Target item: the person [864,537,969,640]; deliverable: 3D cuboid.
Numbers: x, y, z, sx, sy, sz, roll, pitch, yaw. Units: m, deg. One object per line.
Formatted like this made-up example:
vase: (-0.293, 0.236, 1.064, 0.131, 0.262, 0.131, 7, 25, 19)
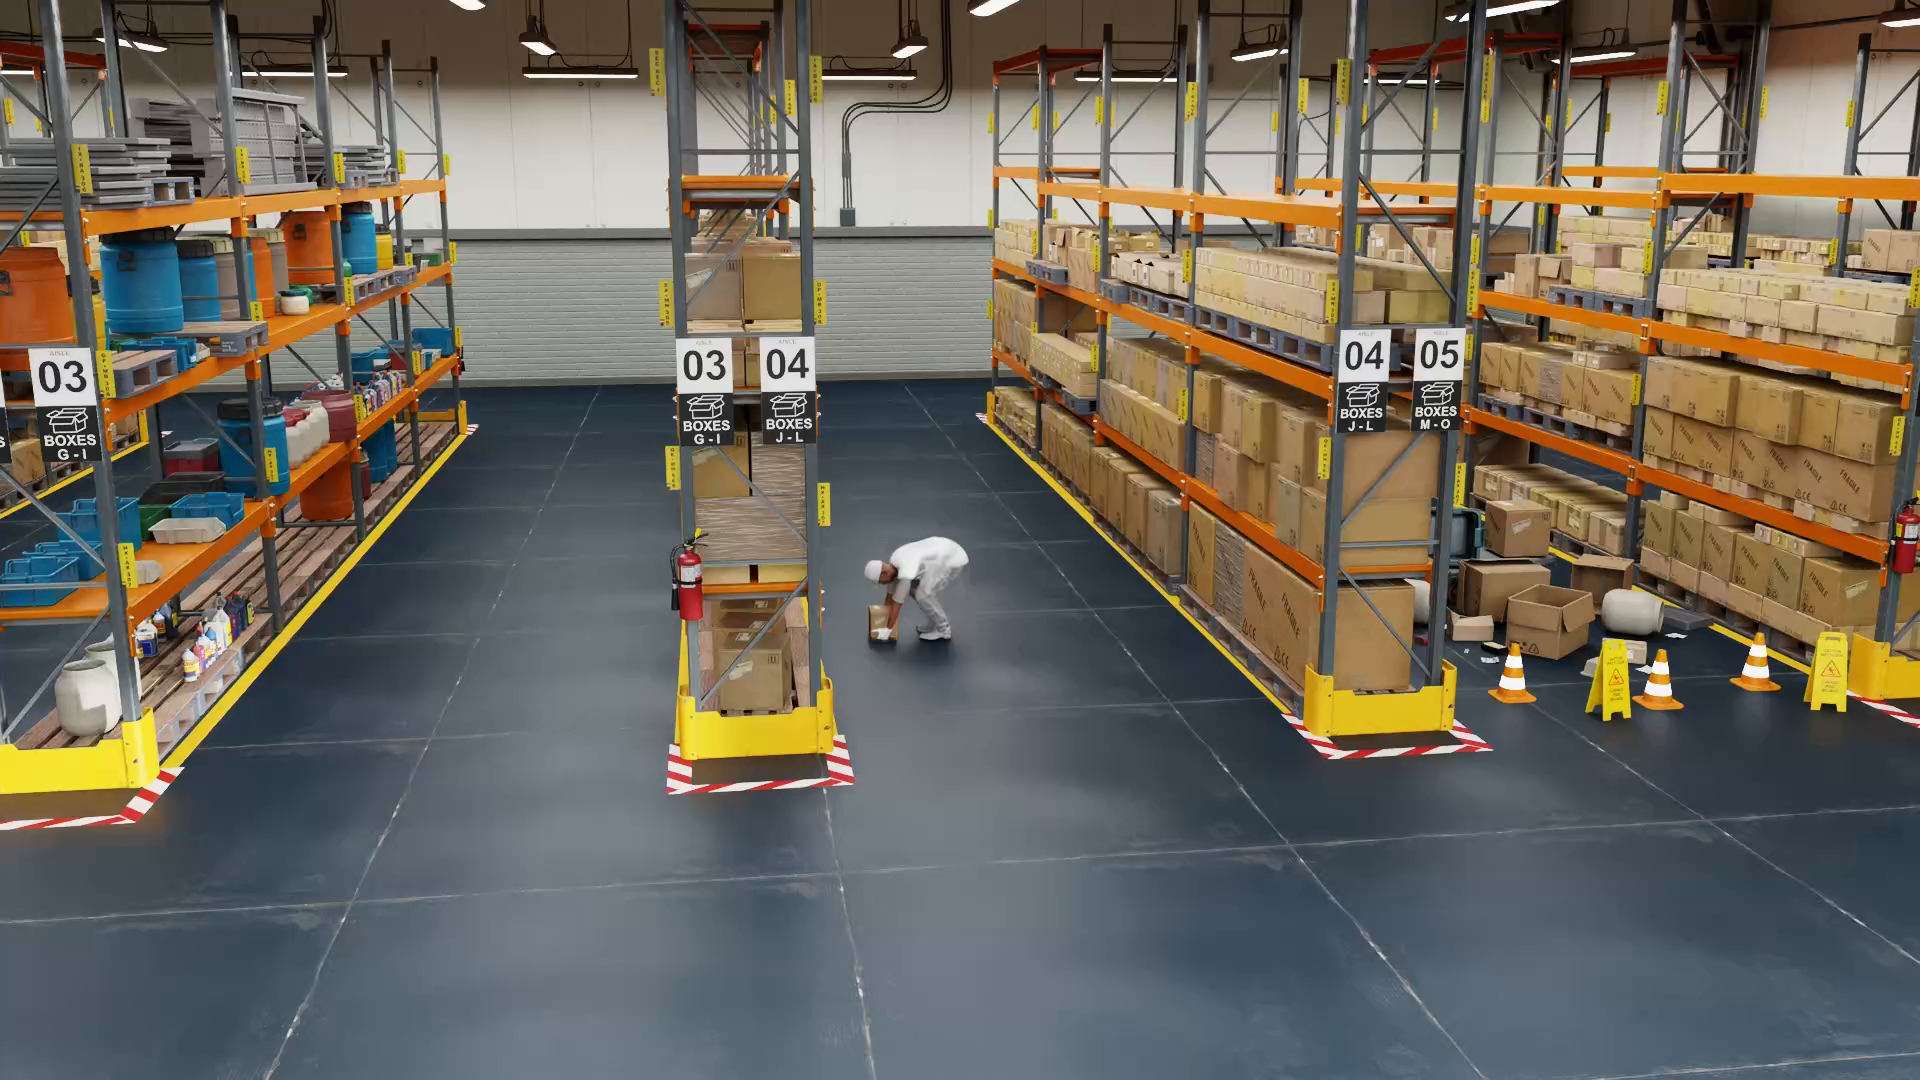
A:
person: (-0.417, 0.457, 15.812, 0.981, 0.945, 0.526, -3, 13, -11)
